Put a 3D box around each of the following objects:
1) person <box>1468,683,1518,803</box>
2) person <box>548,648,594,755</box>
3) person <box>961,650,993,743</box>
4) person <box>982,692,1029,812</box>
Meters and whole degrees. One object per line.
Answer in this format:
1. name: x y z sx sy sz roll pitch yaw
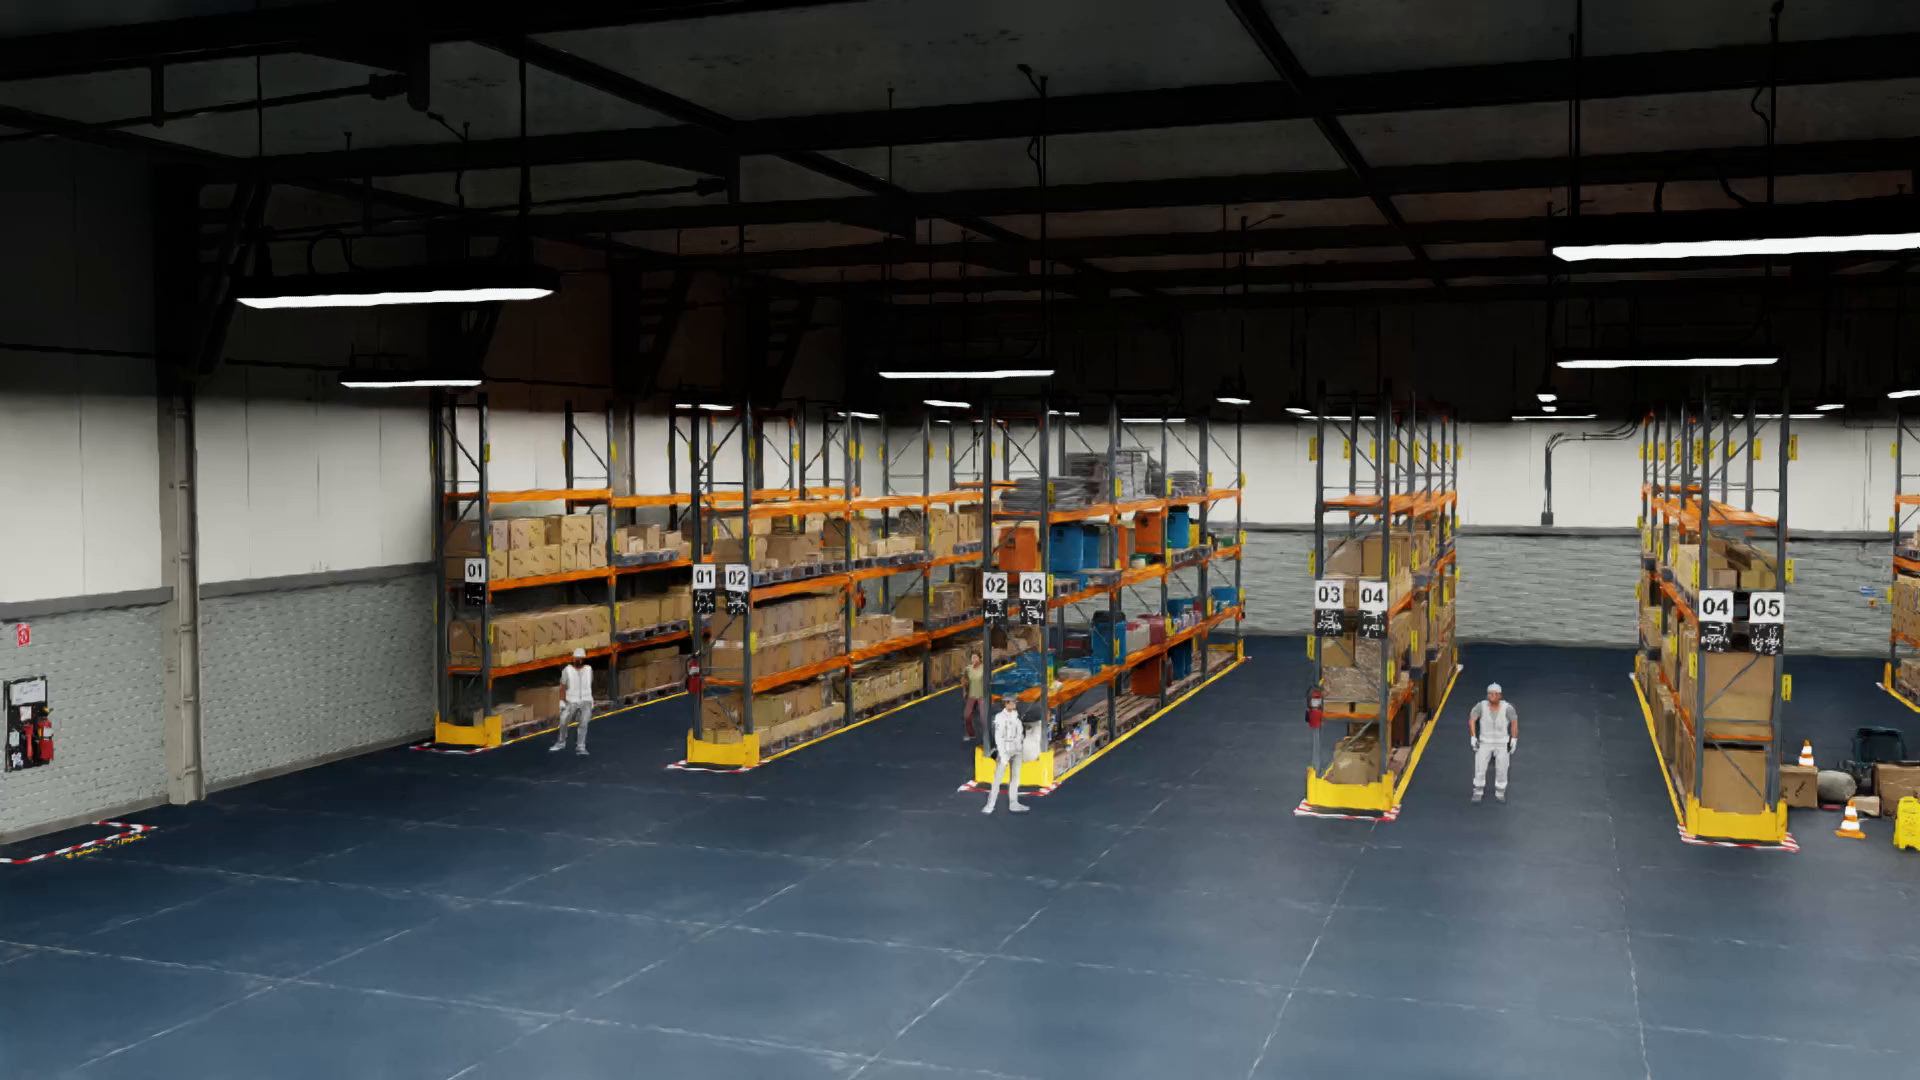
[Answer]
1. person: 7.568 2.882 23.611 0.677 1.742 0.550 1 3 18
2. person: -6.408 2.655 27.423 0.737 1.773 0.522 -1 3 -22
3. person: 0.304 2.680 28.548 0.598 1.619 0.507 1 3 18
4. person: 0.615 2.938 23.065 0.637 1.677 0.429 -3 4 -40
